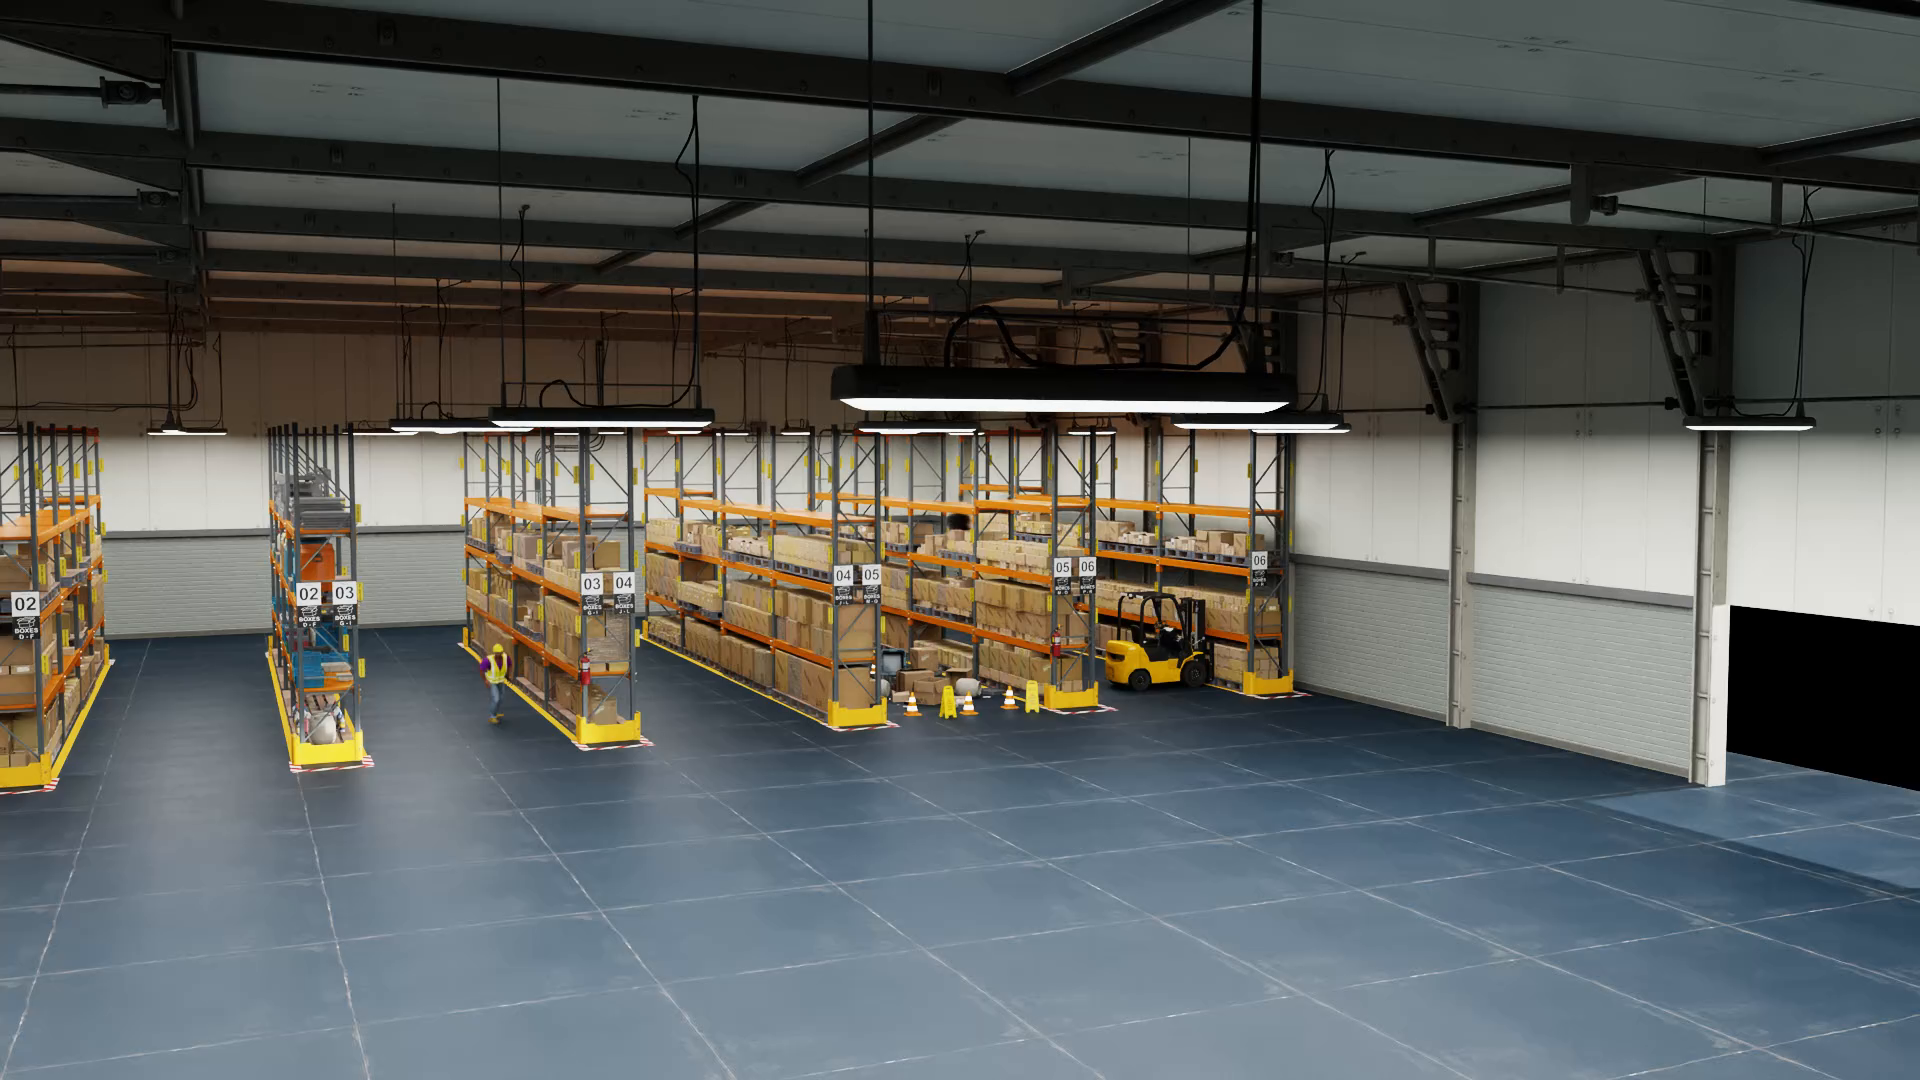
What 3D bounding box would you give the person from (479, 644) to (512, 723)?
[{"bbox_3d":[-9.371,2.872,33.569,0.874,1.636,0.739,3,4,39],"label":"person"}]
